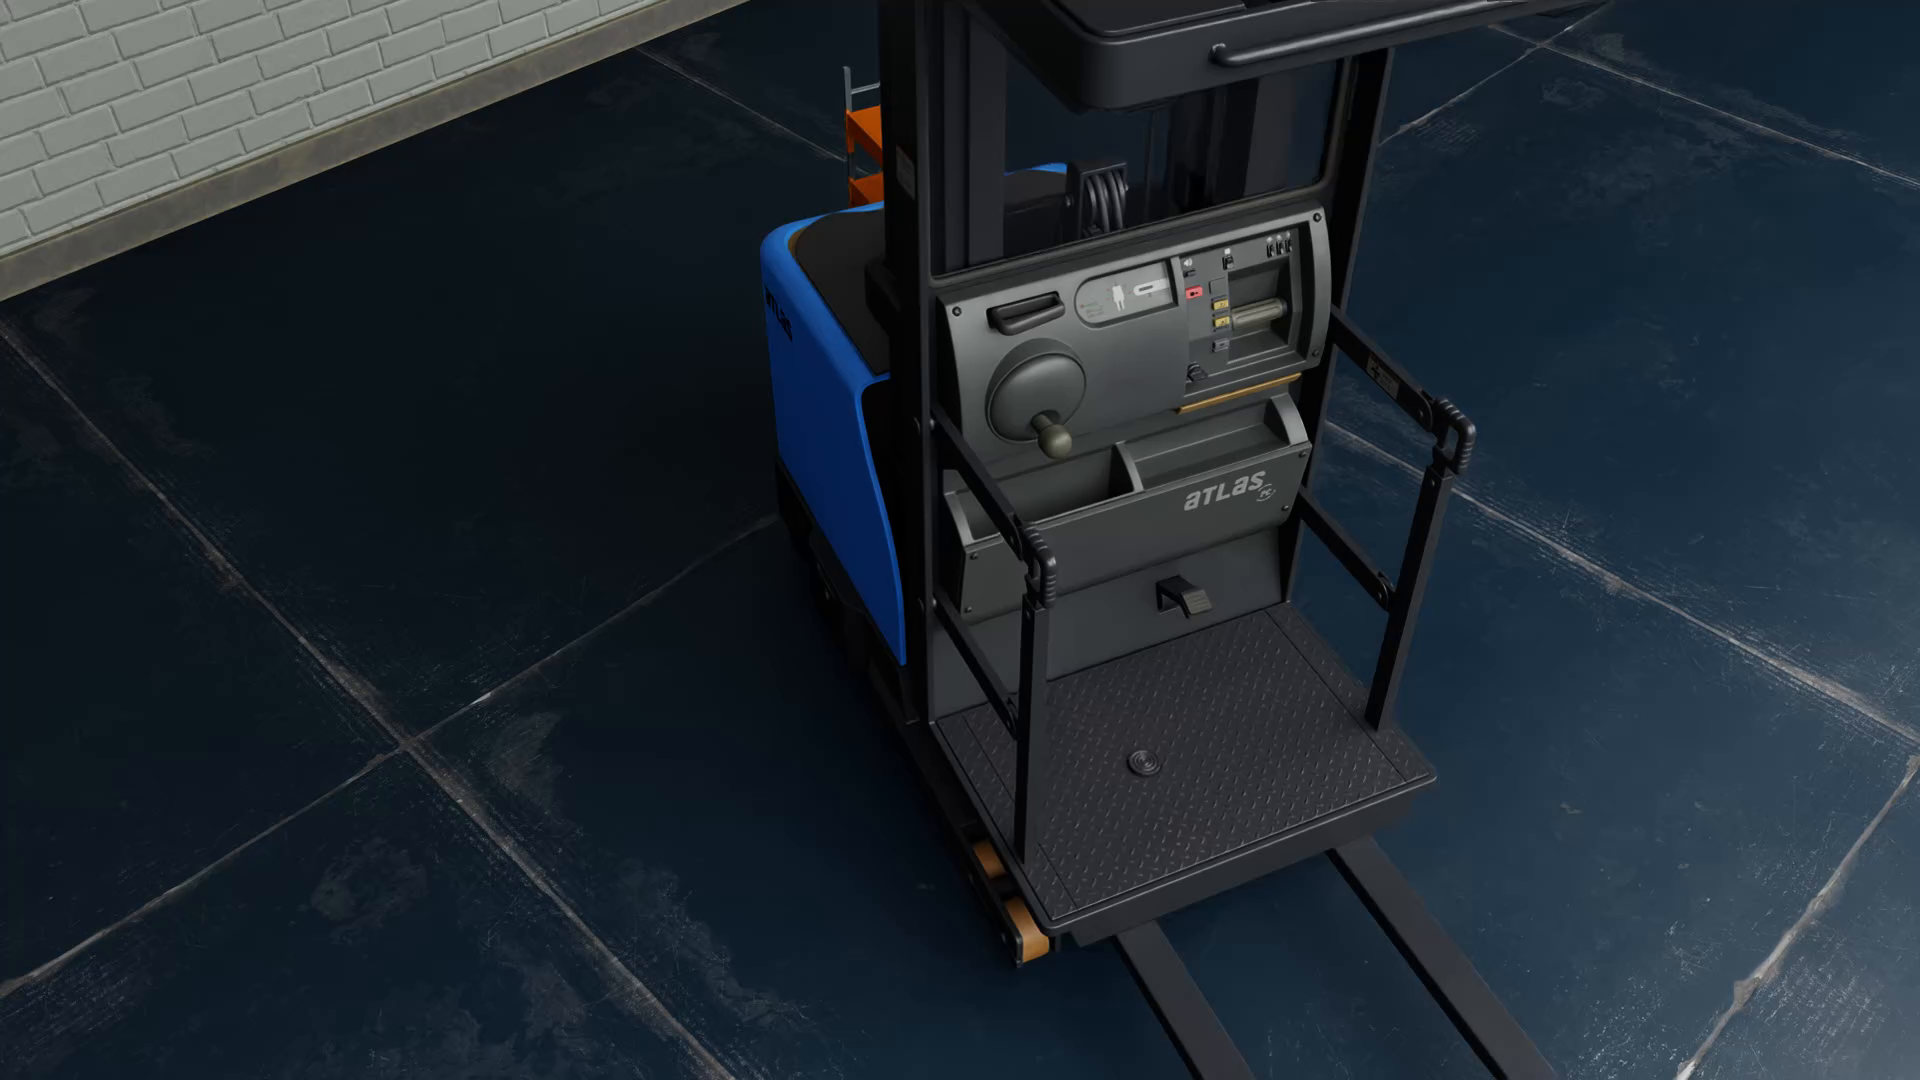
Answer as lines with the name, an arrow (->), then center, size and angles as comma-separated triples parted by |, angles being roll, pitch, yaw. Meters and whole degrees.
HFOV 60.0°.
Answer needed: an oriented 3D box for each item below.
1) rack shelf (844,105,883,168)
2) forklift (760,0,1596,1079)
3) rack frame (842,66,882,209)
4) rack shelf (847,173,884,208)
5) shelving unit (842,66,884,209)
rack shelf -> -0.134, -1.166, 5.049 | 0.258, 0.148, 0.480 | -20, 46, -20
forklift -> 0.495, -0.374, 3.495 | 1.130, 2.935, 3.031 | -17, 45, -18
rack frame -> -0.248, -1.023, 5.473 | 0.240, 1.200, 0.015 | -20, 46, -20
rack shelf -> -0.134, -0.992, 5.209 | 0.258, 0.148, 0.480 | -20, 46, -20
shelving unit -> -0.134, -0.877, 5.315 | 0.258, 1.200, 0.503 | -20, 46, -20
